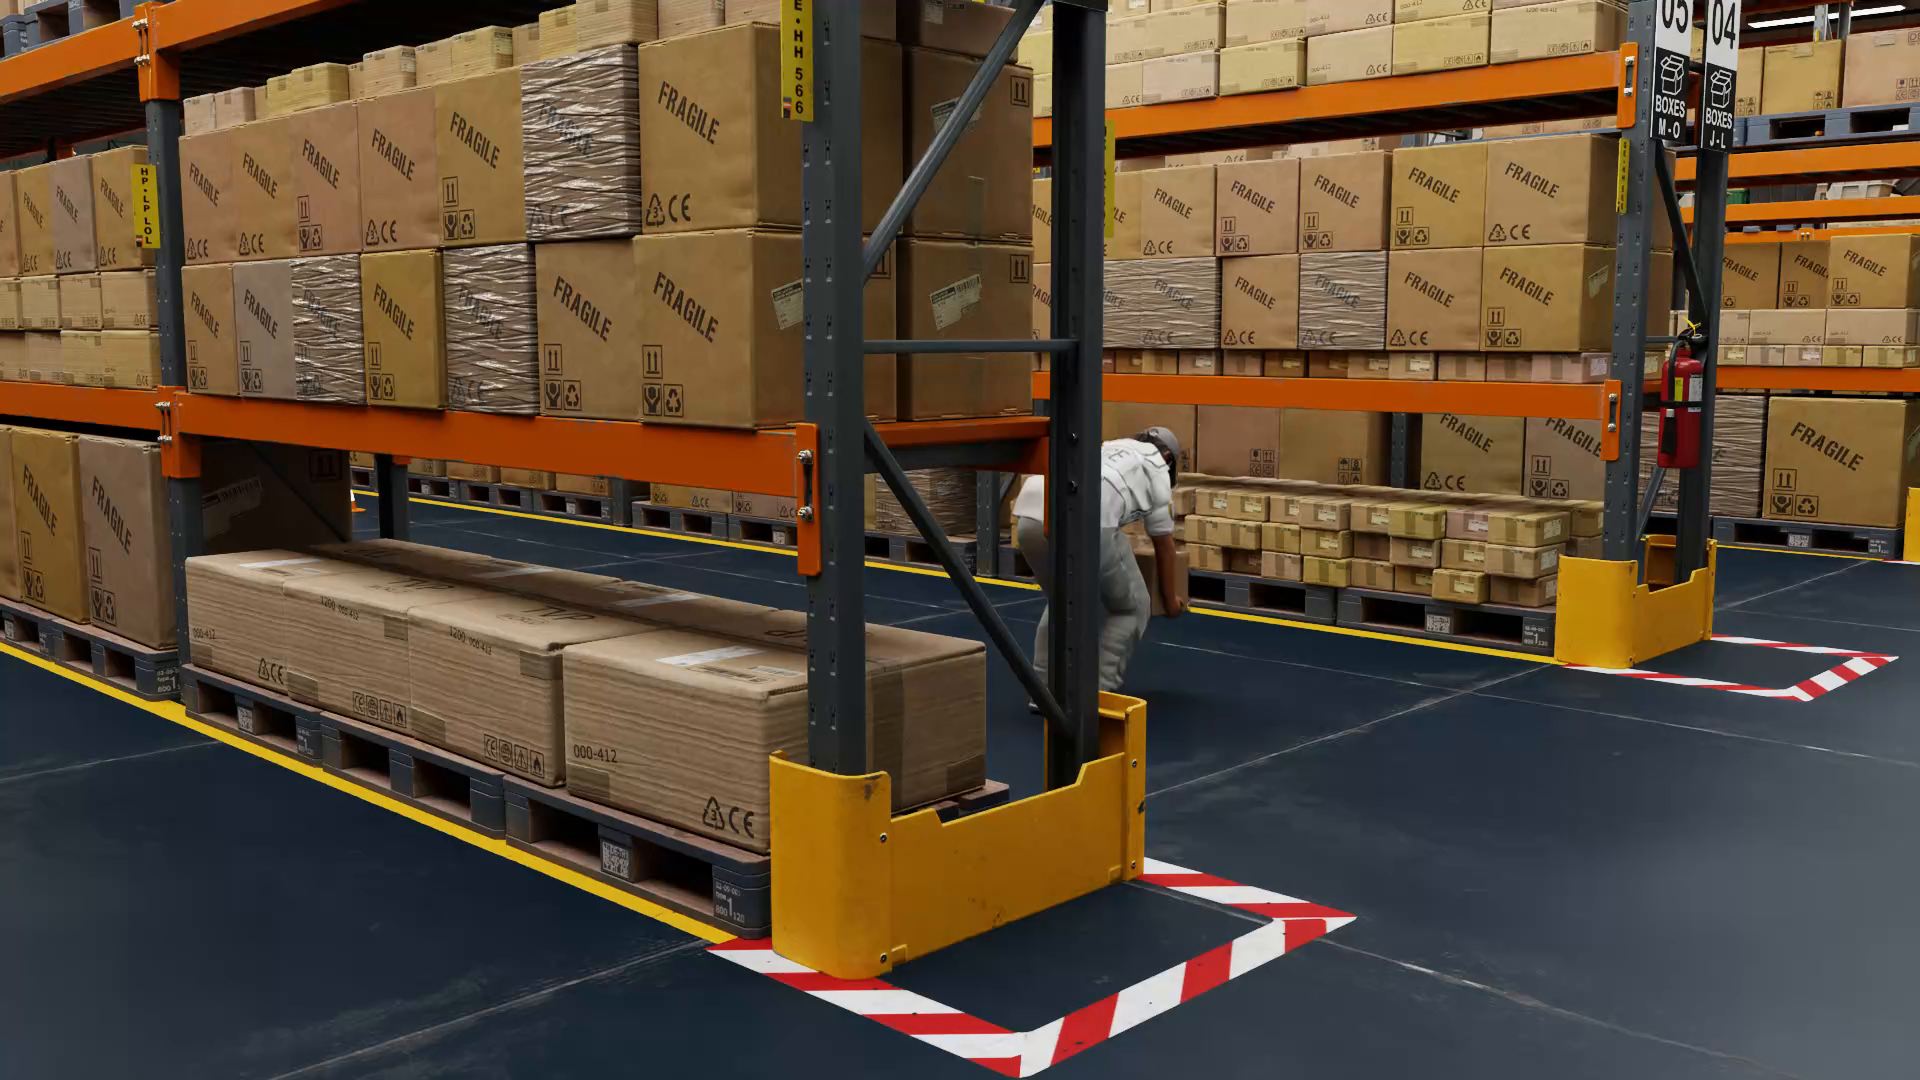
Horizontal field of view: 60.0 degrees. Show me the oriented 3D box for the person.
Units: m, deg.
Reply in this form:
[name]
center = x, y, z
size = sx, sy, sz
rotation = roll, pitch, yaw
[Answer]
[person]
center = 0.612, 0.124, 6.840
size = 0.492, 1.153, 0.911
rotation = 6, 9, 41
